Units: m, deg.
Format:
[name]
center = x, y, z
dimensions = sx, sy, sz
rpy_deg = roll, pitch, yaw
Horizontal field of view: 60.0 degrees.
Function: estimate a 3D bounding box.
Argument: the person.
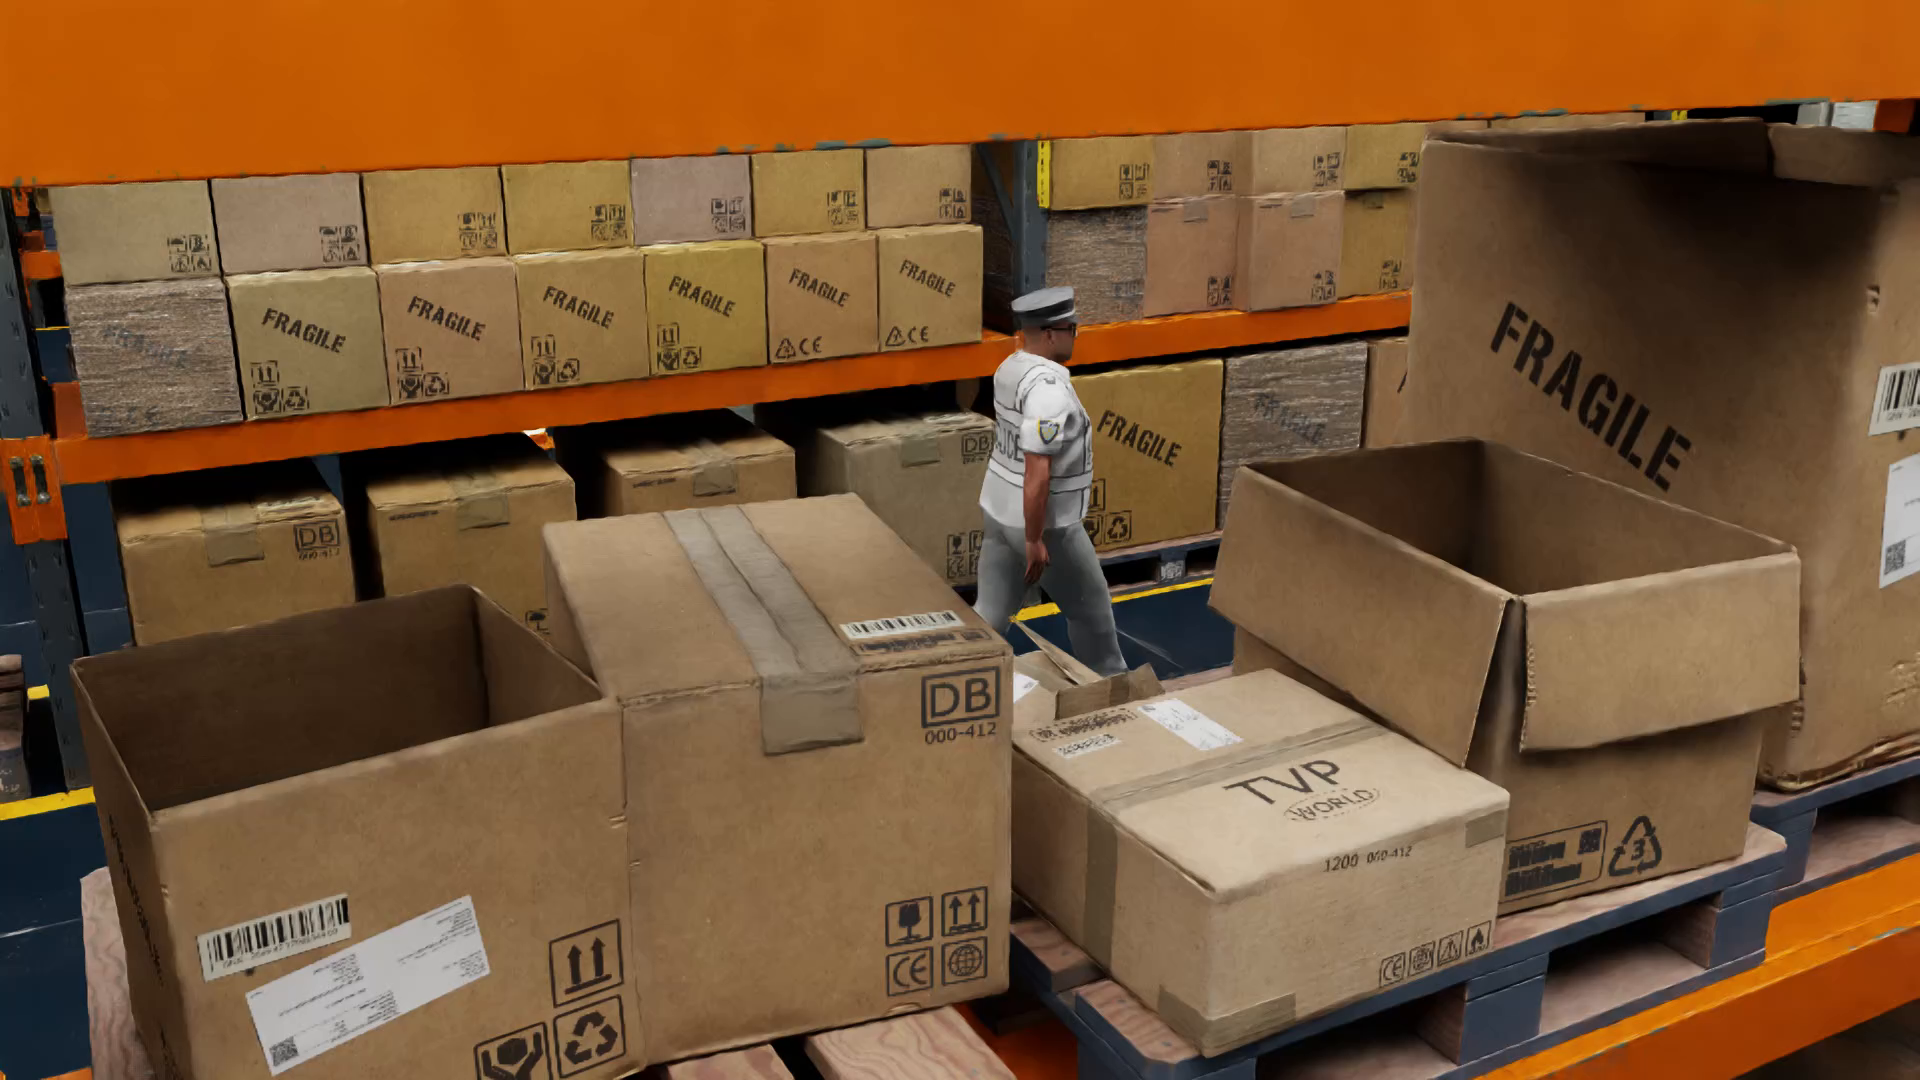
[person]
center = 0.380, -0.119, 6.357
dimensions = 0.932, 1.721, 0.543
rpy_deg = -8, 20, -22
